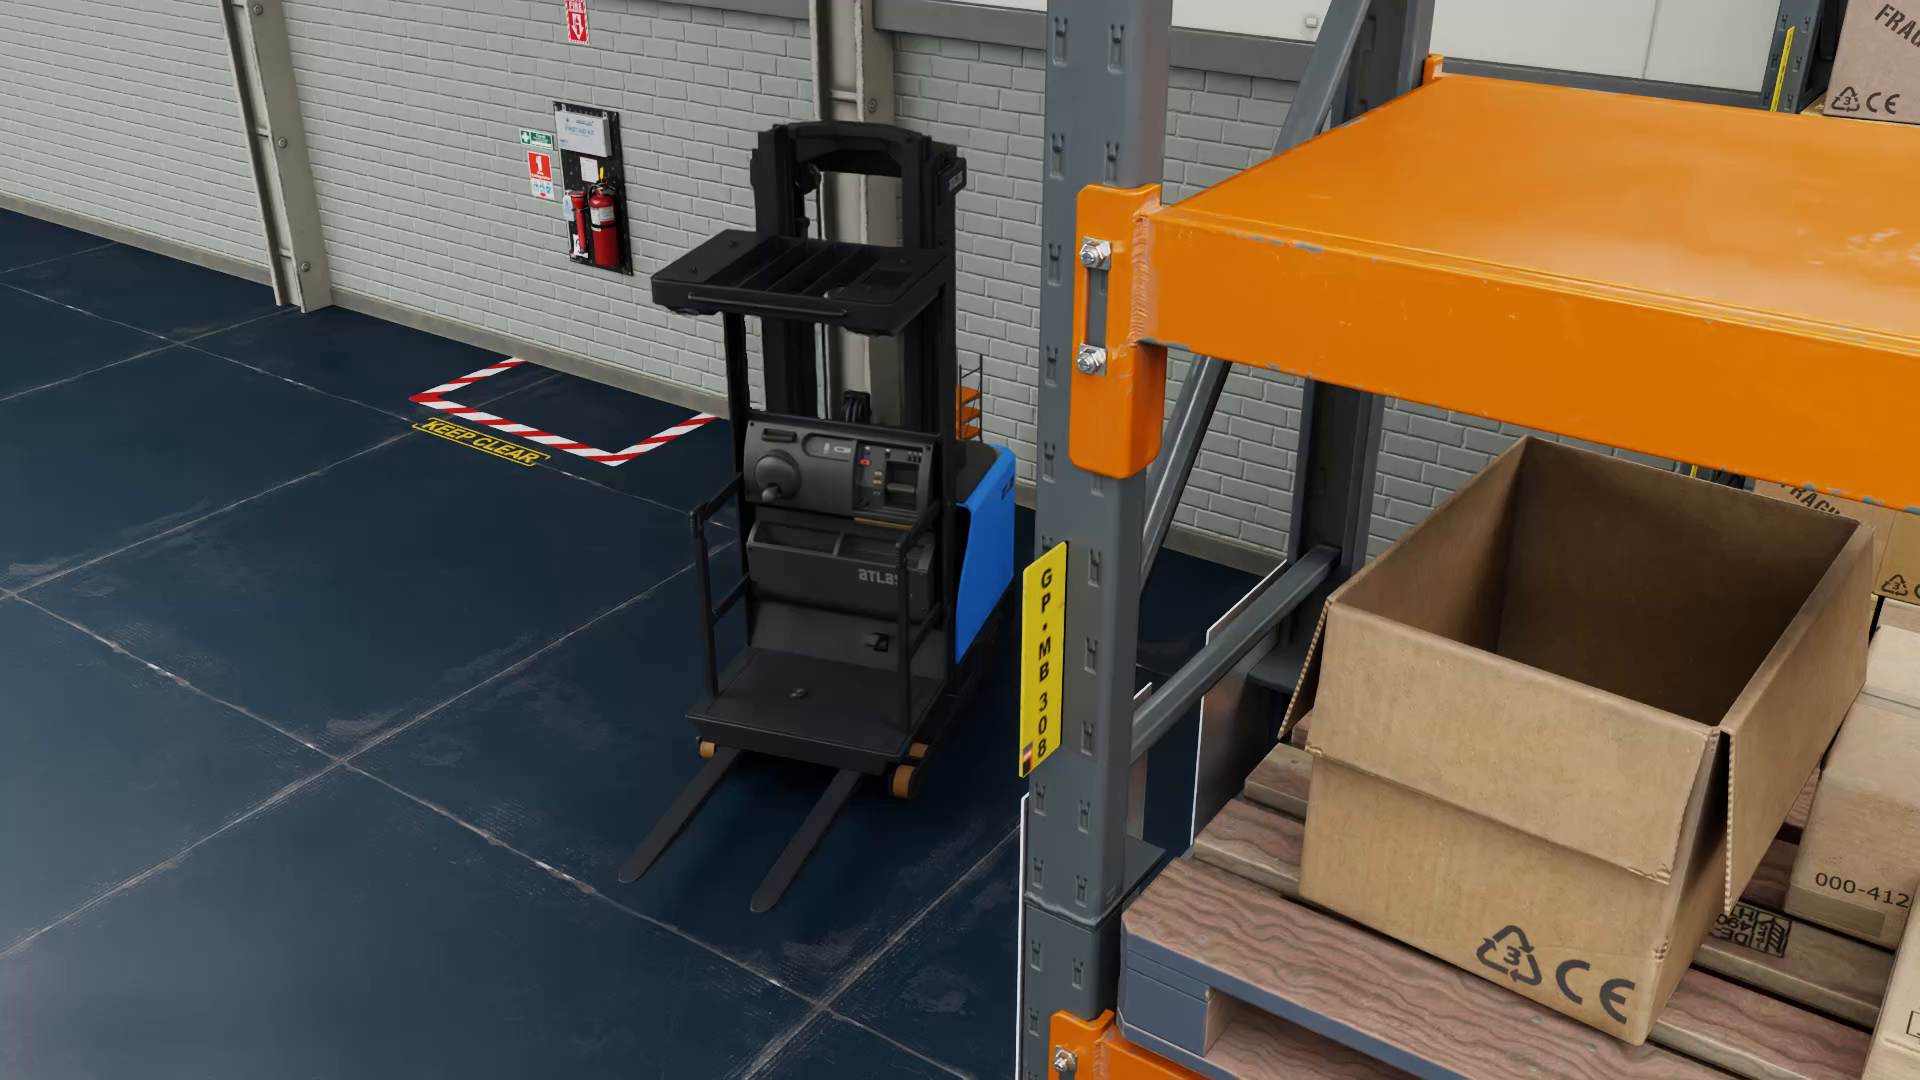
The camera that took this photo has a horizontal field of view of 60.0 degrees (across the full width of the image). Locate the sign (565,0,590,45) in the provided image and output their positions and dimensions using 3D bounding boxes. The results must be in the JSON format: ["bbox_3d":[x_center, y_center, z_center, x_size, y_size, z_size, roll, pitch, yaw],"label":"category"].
[{"bbox_3d":[-2.612,-3.537,11.338,0.199,0.298,0.001,17,32,30],"label":"sign"}]

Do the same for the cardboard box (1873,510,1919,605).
[{"bbox_3d":[3.858,-0.042,6.343,0.500,0.500,0.500,17,32,30],"label":"cardboard box"}]

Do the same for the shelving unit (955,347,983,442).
[{"bbox_3d":[-0.012,-0.538,9.985,0.189,1.200,0.258,17,32,30],"label":"shelving unit"}]

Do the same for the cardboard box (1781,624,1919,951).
[{"bbox_3d":[1.530,0.399,2.400,0.500,0.250,0.500,17,32,30],"label":"cardboard box"}]

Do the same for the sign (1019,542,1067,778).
[{"bbox_3d":[0.112,0.165,2.259,0.005,0.325,0.100,17,32,30],"label":"sign"}]

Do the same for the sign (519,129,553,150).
[{"bbox_3d":[-3.060,-2.893,12.004,0.331,0.109,0.001,17,32,30],"label":"sign"}]

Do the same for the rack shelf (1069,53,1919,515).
[{"bbox_3d":[2.080,0.060,1.445,4.000,0.370,1.077,17,32,30],"label":"rack shelf"}]

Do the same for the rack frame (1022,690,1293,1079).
[{"bbox_3d":[0.431,1.721,3.561,0.127,3.000,1.000,17,32,30],"label":"rack frame"}]

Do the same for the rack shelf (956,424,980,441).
[{"bbox_3d":[-0.012,-0.606,9.951,0.180,0.103,0.258,17,32,30],"label":"rack shelf"}]

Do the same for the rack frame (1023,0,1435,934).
[{"bbox_3d":[0.431,-0.952,2.200,0.127,3.000,1.000,17,32,30],"label":"rack frame"}]

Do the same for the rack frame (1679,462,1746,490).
[{"bbox_3d":[3.233,-0.132,7.202,0.127,3.000,1.000,17,32,30],"label":"rack frame"}]

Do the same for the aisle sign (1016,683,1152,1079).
[{"bbox_3d":[0.204,0.660,2.779,0.004,0.787,0.394,17,32,30],"label":"aisle sign"}]

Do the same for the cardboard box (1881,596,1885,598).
[{"bbox_3d":[4.162,0.103,6.883,0.500,0.250,0.500,18,32,32],"label":"cardboard box"}]

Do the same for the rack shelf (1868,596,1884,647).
[{"bbox_3d":[4.881,0.702,6.356,4.000,0.370,1.077,17,32,30],"label":"rack shelf"}]

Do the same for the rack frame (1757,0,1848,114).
[{"bbox_3d":[3.233,-2.805,5.841,0.127,3.000,1.000,17,32,30],"label":"rack frame"}]

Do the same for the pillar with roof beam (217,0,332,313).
[{"bbox_3d":[-8.029,-4.421,9.016,0.400,9.000,9.100,17,32,30],"label":"pillar with roof beam"}]

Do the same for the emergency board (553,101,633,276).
[{"bbox_3d":[-2.661,-2.465,11.786,0.643,1.169,0.194,17,32,30],"label":"emergency board"}]

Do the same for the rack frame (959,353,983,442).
[{"bbox_3d":[0.063,-0.515,9.939,0.006,1.200,0.240,17,32,30],"label":"rack frame"}]

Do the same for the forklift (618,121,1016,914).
[{"bbox_3d":[-0.638,-0.286,7.581,1.130,2.935,3.031,9,28,16],"label":"forklift"}]

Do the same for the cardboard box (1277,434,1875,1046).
[{"bbox_3d":[0.903,0.238,2.437,0.637,0.503,0.797,20,33,34],"label":"cardboard box"}]

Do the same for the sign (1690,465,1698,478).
[{"bbox_3d":[2.926,-0.315,6.607,0.005,0.325,0.100,17,32,30],"label":"sign"}]

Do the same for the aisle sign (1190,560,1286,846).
[{"bbox_3d":[0.543,0.436,3.220,0.004,0.787,0.394,17,32,30],"label":"aisle sign"}]

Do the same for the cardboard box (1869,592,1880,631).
[{"bbox_3d":[3.455,0.170,6.752,0.500,0.250,0.500,16,31,29],"label":"cardboard box"}]

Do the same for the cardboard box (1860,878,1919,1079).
[{"bbox_3d":[1.301,0.615,2.087,0.250,0.149,0.380,17,32,30],"label":"cardboard box"}]

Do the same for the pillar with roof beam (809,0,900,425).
[{"bbox_3d":[-3.083,-2.880,5.988,0.400,9.000,9.100,17,32,30],"label":"pillar with roof beam"}]

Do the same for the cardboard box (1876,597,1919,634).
[{"bbox_3d":[3.891,0.298,6.500,0.500,0.250,0.500,16,31,29],"label":"cardboard box"}]

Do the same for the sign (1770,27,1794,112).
[{"bbox_3d":[2.926,-1.655,5.924,0.005,0.325,0.100,17,32,30],"label":"sign"}]

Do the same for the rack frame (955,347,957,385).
[{"bbox_3d":[-0.087,-0.562,10.031,0.006,1.200,0.240,17,32,30],"label":"rack frame"}]

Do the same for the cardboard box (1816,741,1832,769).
[{"bbox_3d":[3.752,1.082,7.296,0.500,0.311,0.500,14,30,25],"label":"cardboard box"}]

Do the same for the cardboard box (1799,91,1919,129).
[{"bbox_3d":[3.367,-1.343,6.142,0.500,0.500,0.500,18,32,32],"label":"cardboard box"}]

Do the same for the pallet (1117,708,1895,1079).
[{"bbox_3d":[1.000,0.615,2.525,1.213,0.211,1.003,17,32,30],"label":"pallet"}]

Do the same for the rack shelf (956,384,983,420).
[{"bbox_3d":[-0.012,-0.820,9.842,0.180,0.103,0.258,17,32,30],"label":"rack shelf"}]

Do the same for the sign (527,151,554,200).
[{"bbox_3d":[-3.059,-2.661,12.133,0.234,0.329,0.001,17,32,30],"label":"sign"}]

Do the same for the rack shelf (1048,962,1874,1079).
[{"bbox_3d":[2.080,1.219,2.034,4.000,0.370,1.077,17,32,30],"label":"rack shelf"}]

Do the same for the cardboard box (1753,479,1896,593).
[{"bbox_3d":[3.456,-0.173,6.599,0.500,0.500,0.500,17,32,30],"label":"cardboard box"}]

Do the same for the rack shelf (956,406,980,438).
[{"bbox_3d":[-0.012,-0.713,9.896,0.180,0.103,0.258,17,32,30],"label":"rack shelf"}]

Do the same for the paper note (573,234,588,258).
[{"bbox_3d":[-2.768,-2.144,12.126,0.142,0.148,0.016,17,32,30],"label":"paper note"}]

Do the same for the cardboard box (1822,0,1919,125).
[{"bbox_3d":[3.413,-1.778,5.895,0.500,0.500,0.500,15,31,27],"label":"cardboard box"}]
